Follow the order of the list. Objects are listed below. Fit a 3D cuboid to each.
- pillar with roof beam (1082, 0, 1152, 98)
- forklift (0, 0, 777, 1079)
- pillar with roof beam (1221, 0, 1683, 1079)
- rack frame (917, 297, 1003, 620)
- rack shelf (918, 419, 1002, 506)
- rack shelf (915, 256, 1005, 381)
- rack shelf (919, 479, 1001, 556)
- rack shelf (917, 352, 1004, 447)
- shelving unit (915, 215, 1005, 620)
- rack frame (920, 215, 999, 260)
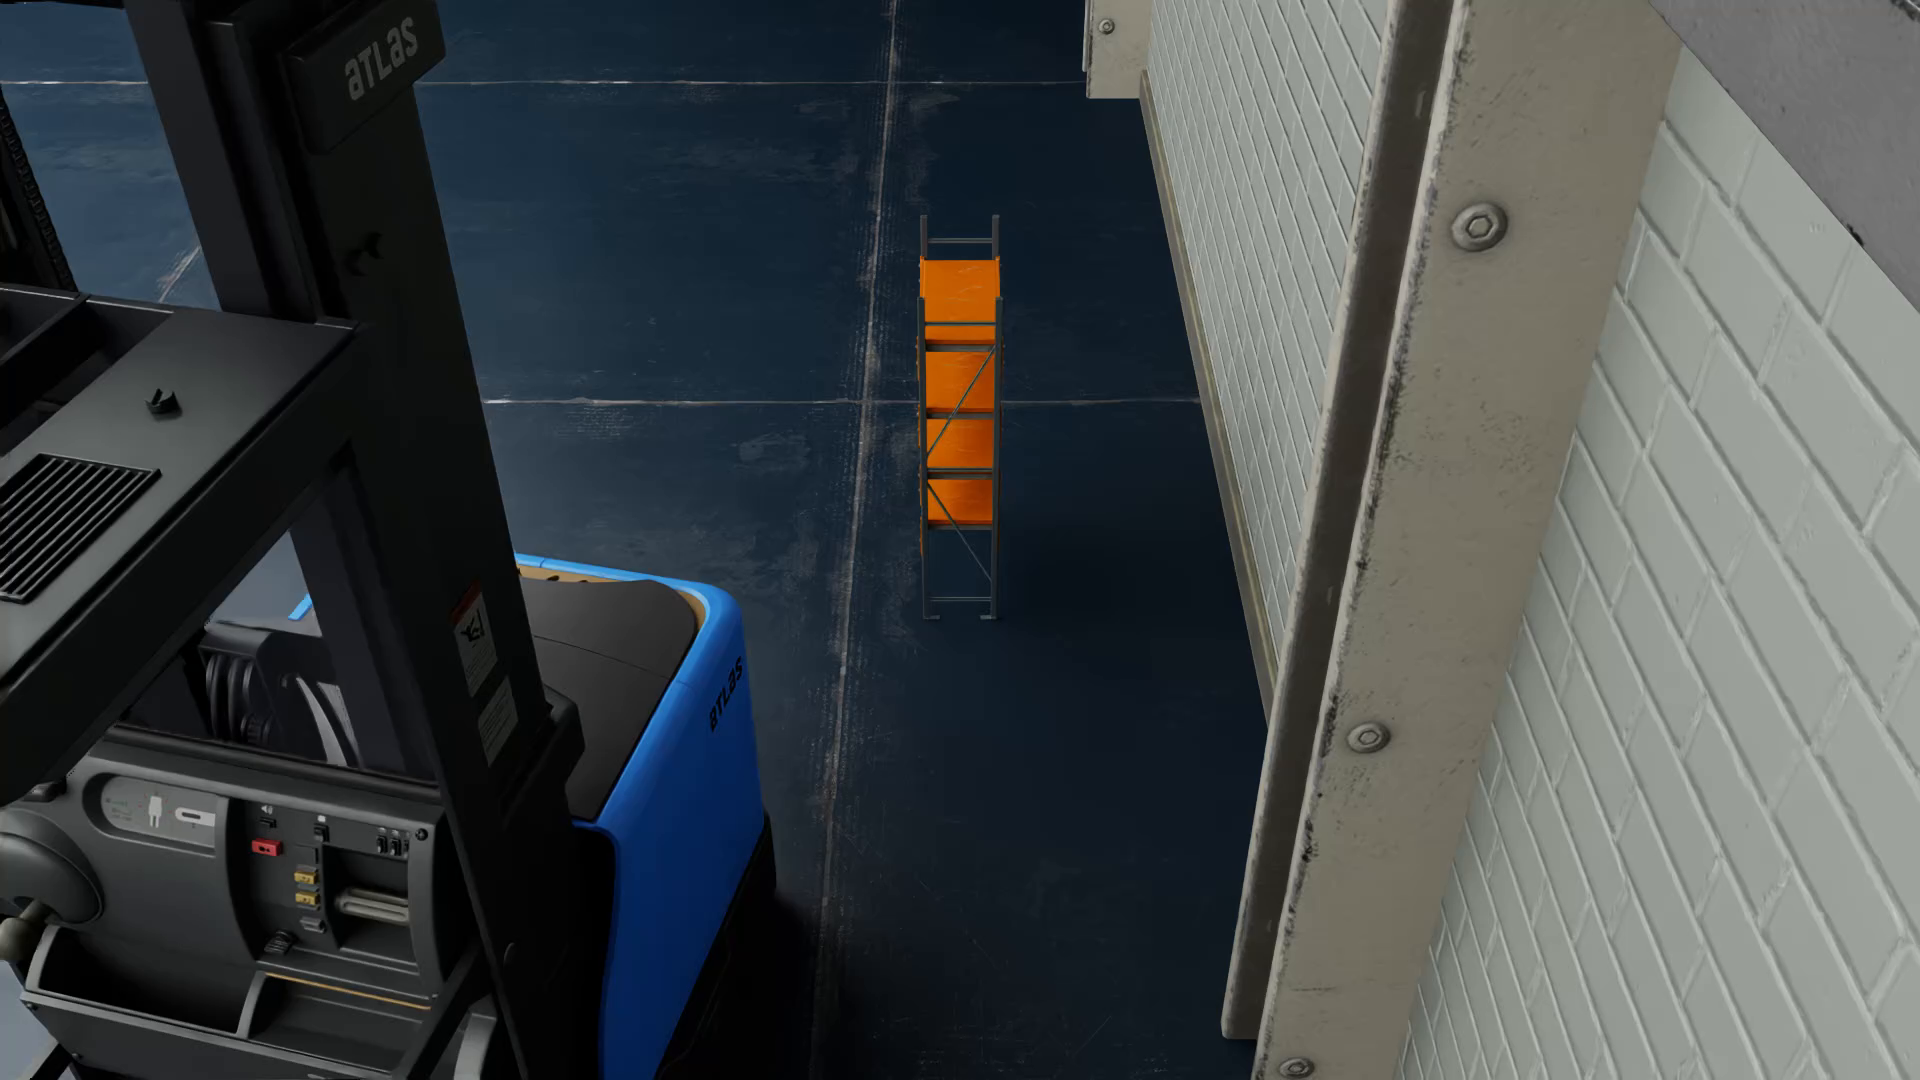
[{"bbox_3d":[-3.495,-5.919,5.940,9.100,9.000,0.400,0,39,0],"label":"pillar with roof beam"},{"bbox_3d":[-1.340,0.631,2.619,1.130,2.935,3.031,9,40,11],"label":"forklift"},{"bbox_3d":[-3.488,-2.167,1.258,9.100,9.000,0.400,0,39,0],"label":"pillar with roof beam"},{"bbox_3d":[0.000,-0.212,5.055,0.240,1.200,0.015,0,39,0],"label":"rack frame"},{"bbox_3d":[0.000,-0.312,5.288,0.258,0.148,0.480,0,39,0],"label":"rack shelf"},{"bbox_3d":[0.000,-0.671,5.000,0.258,0.148,0.480,0,39,0],"label":"rack shelf"},{"bbox_3d":[0.000,-0.157,5.412,0.258,0.148,0.480,0,39,0],"label":"rack shelf"},{"bbox_3d":[0.000,-0.487,5.148,0.258,0.148,0.480,0,39,0],"label":"rack shelf"},{"bbox_3d":[0.000,-0.365,5.246,0.258,1.200,0.503,0,39,0],"label":"shelving unit"},{"bbox_3d":[0.000,-0.517,5.436,0.240,1.200,0.015,0,39,0],"label":"rack frame"}]
